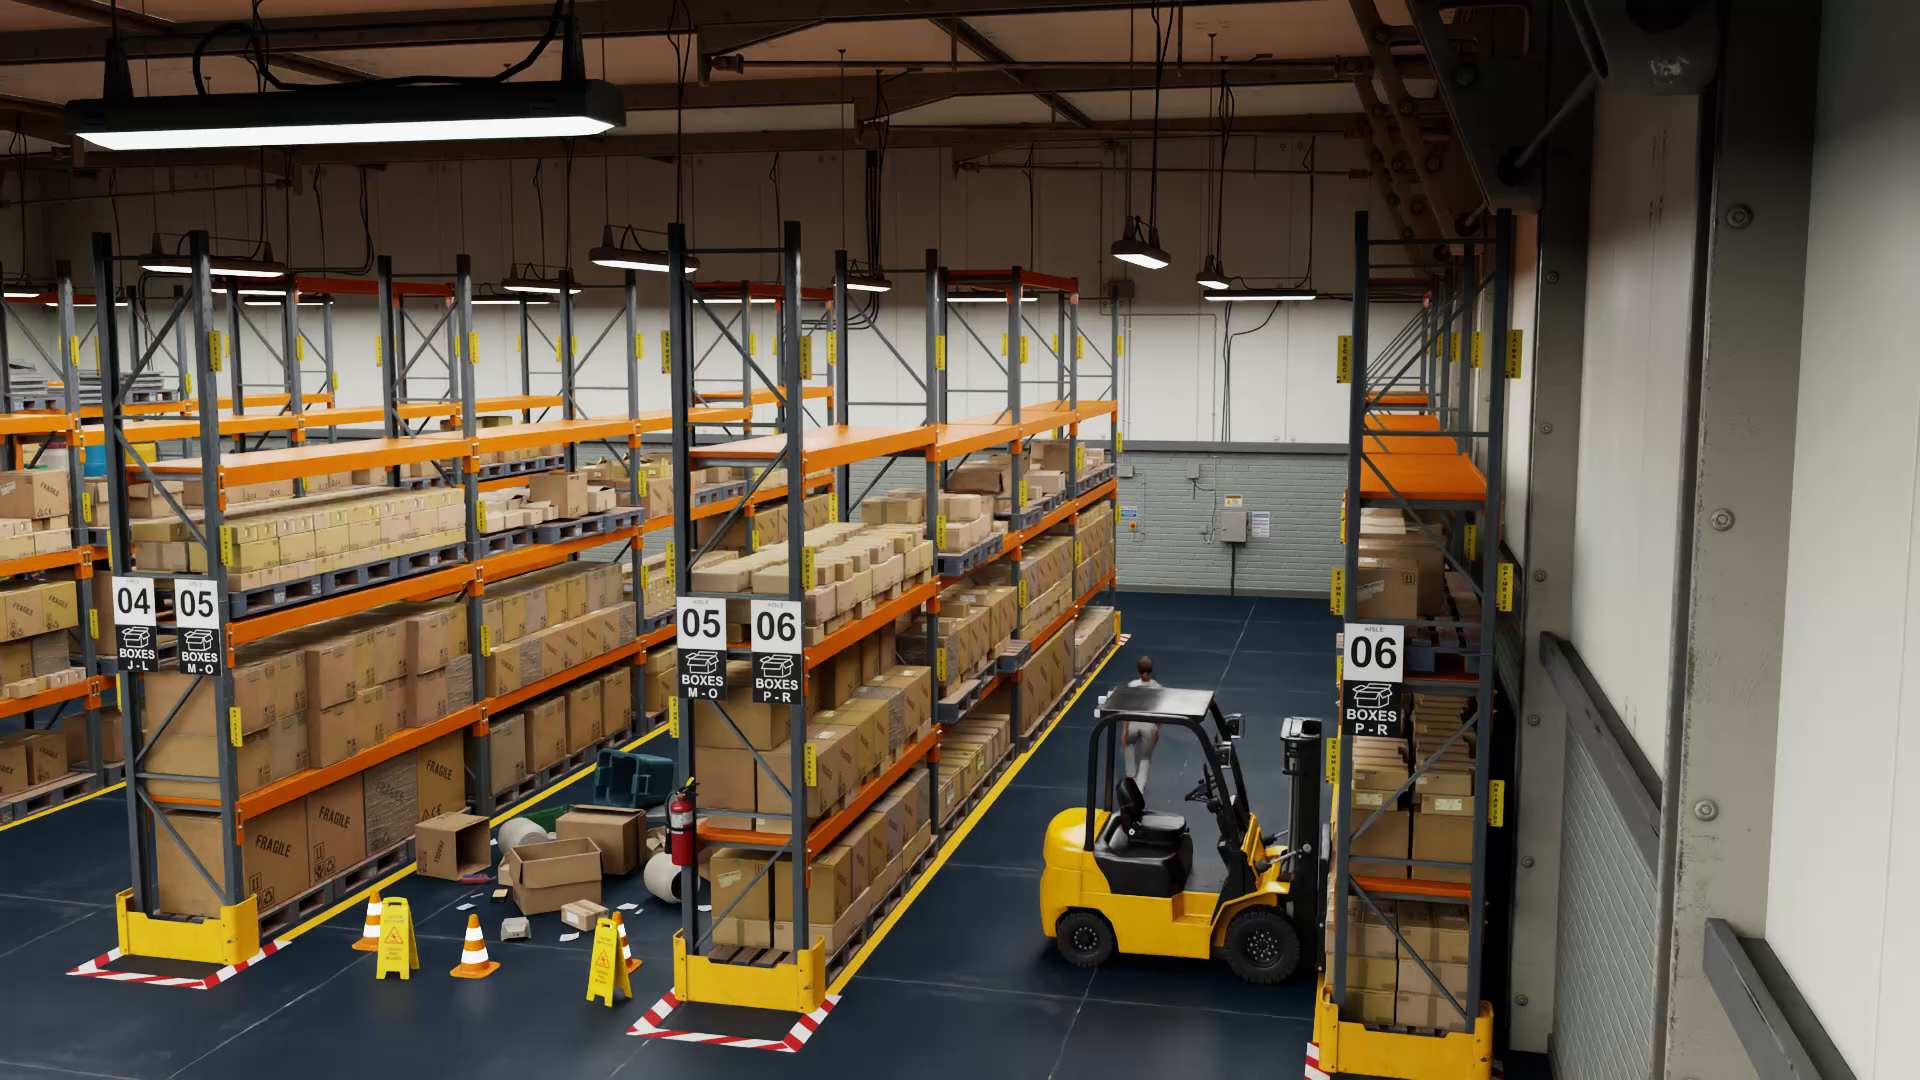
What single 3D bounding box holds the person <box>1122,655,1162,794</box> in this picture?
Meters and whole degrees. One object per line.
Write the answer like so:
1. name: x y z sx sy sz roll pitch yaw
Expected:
1. person: 1.977 2.002 18.011 0.454 1.514 0.697 1 7 7
